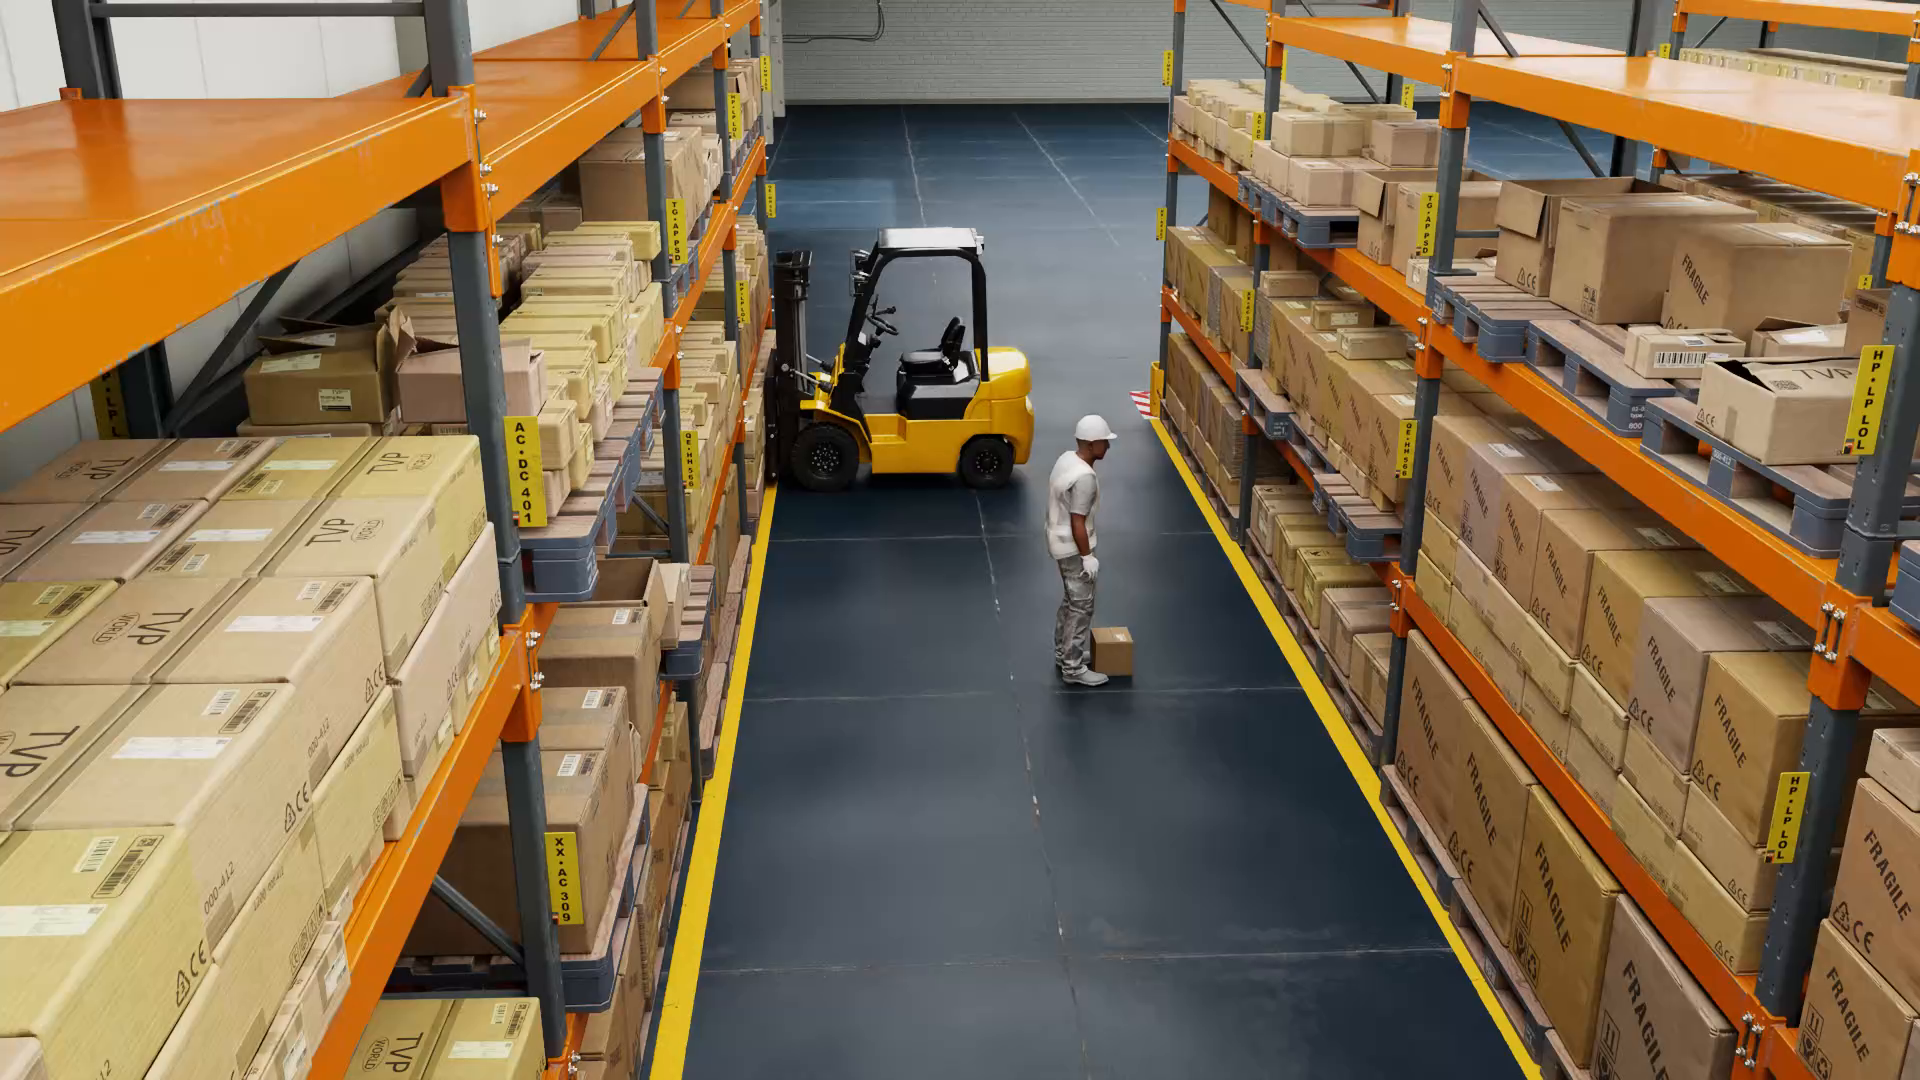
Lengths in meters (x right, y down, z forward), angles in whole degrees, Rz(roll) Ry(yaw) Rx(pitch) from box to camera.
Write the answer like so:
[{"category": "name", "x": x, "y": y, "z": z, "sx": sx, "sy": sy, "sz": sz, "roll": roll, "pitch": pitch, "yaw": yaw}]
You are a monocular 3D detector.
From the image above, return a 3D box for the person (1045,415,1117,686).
[{"category": "person", "x": 0.789, "y": 0.049, "z": 10.925, "sx": 0.446, "sy": 1.775, "sz": 0.617, "roll": -1, "pitch": 20, "yaw": -3}]
